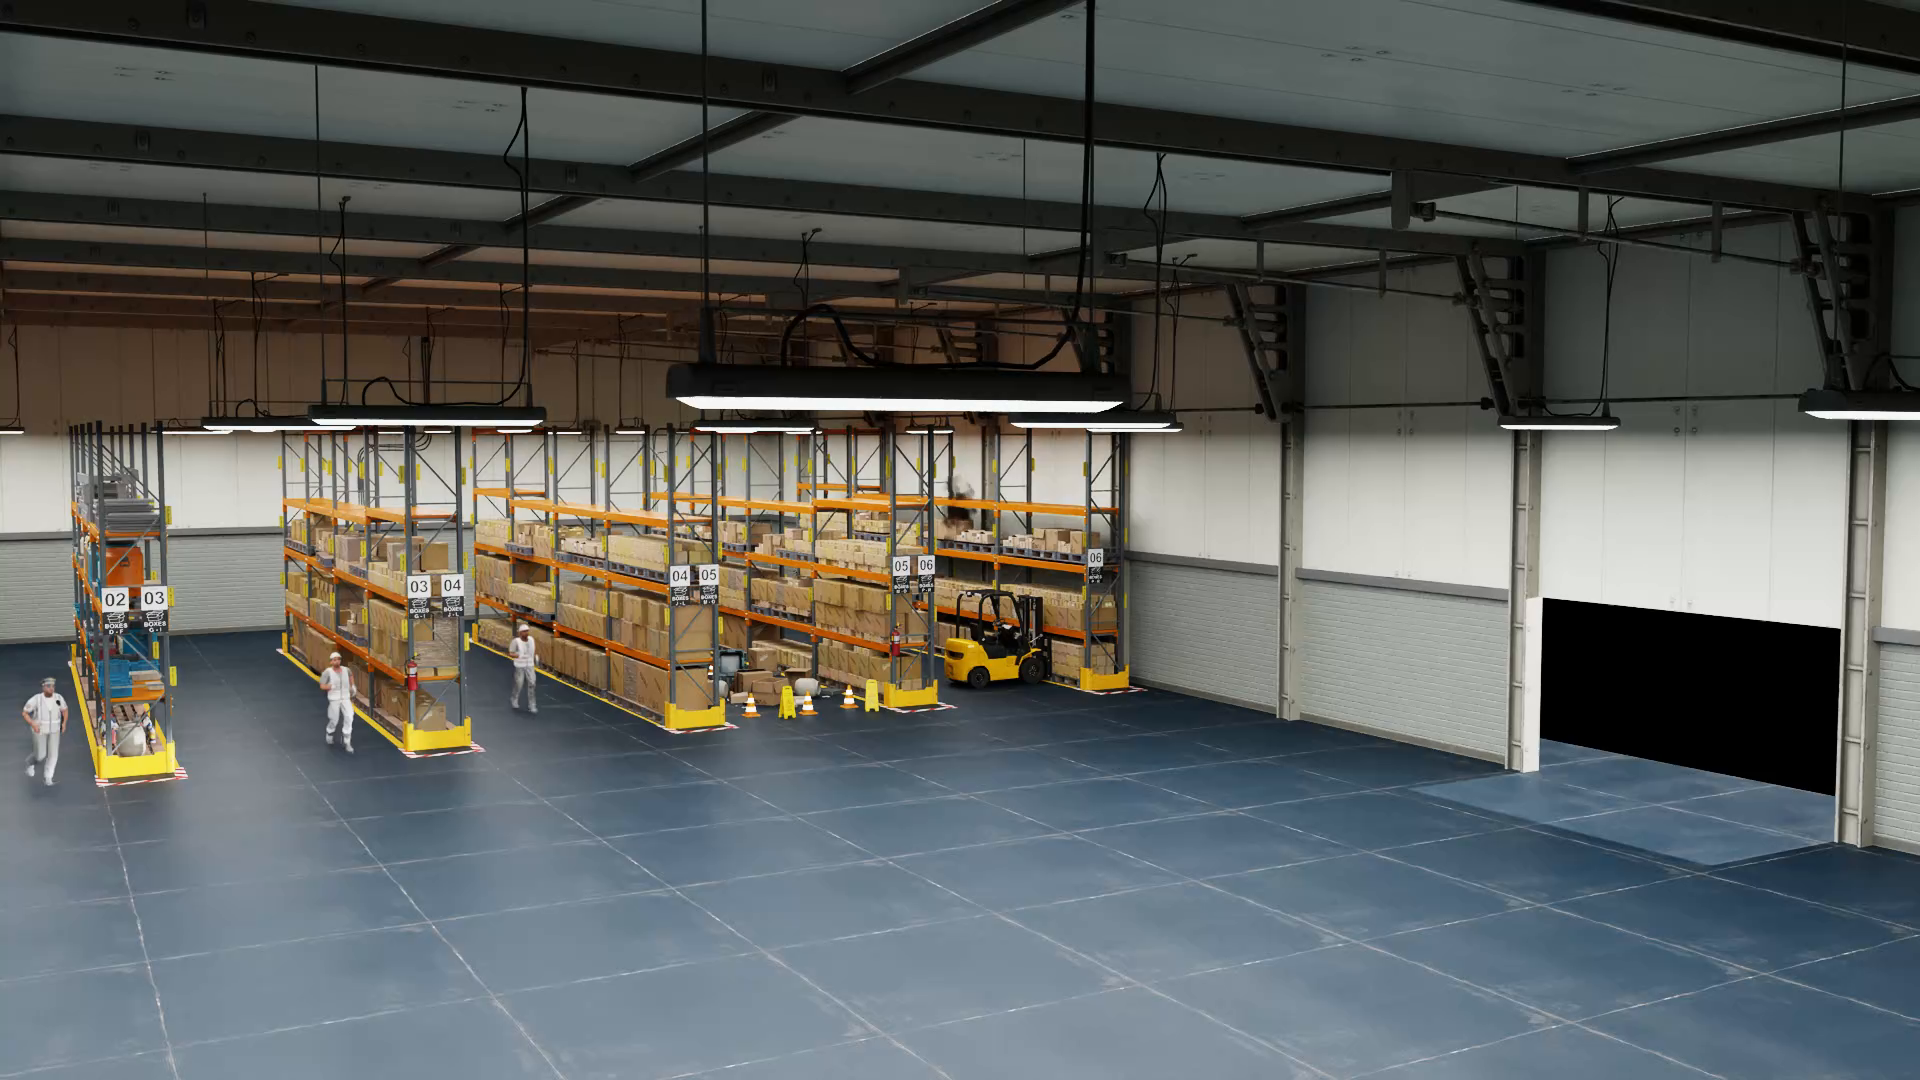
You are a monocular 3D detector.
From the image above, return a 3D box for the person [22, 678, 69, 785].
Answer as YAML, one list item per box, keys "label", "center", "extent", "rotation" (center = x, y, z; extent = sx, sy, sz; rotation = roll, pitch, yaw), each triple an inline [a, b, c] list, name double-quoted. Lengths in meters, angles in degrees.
- label: "person"
  center: [-15.162, 3.164, 27.633]
  extent: [0.658, 1.773, 0.695]
  rotation: [3, 5, 42]

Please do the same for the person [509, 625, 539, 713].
- label: "person"
  center: [-9.123, 2.681, 34.789]
  extent: [0.706, 1.841, 0.826]
  rotation: [-3, 5, -40]

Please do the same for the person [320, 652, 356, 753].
- label: "person"
  center: [-11.364, 2.956, 30.442]
  extent: [0.669, 1.812, 0.893]
  rotation: [-3, 4, -36]
